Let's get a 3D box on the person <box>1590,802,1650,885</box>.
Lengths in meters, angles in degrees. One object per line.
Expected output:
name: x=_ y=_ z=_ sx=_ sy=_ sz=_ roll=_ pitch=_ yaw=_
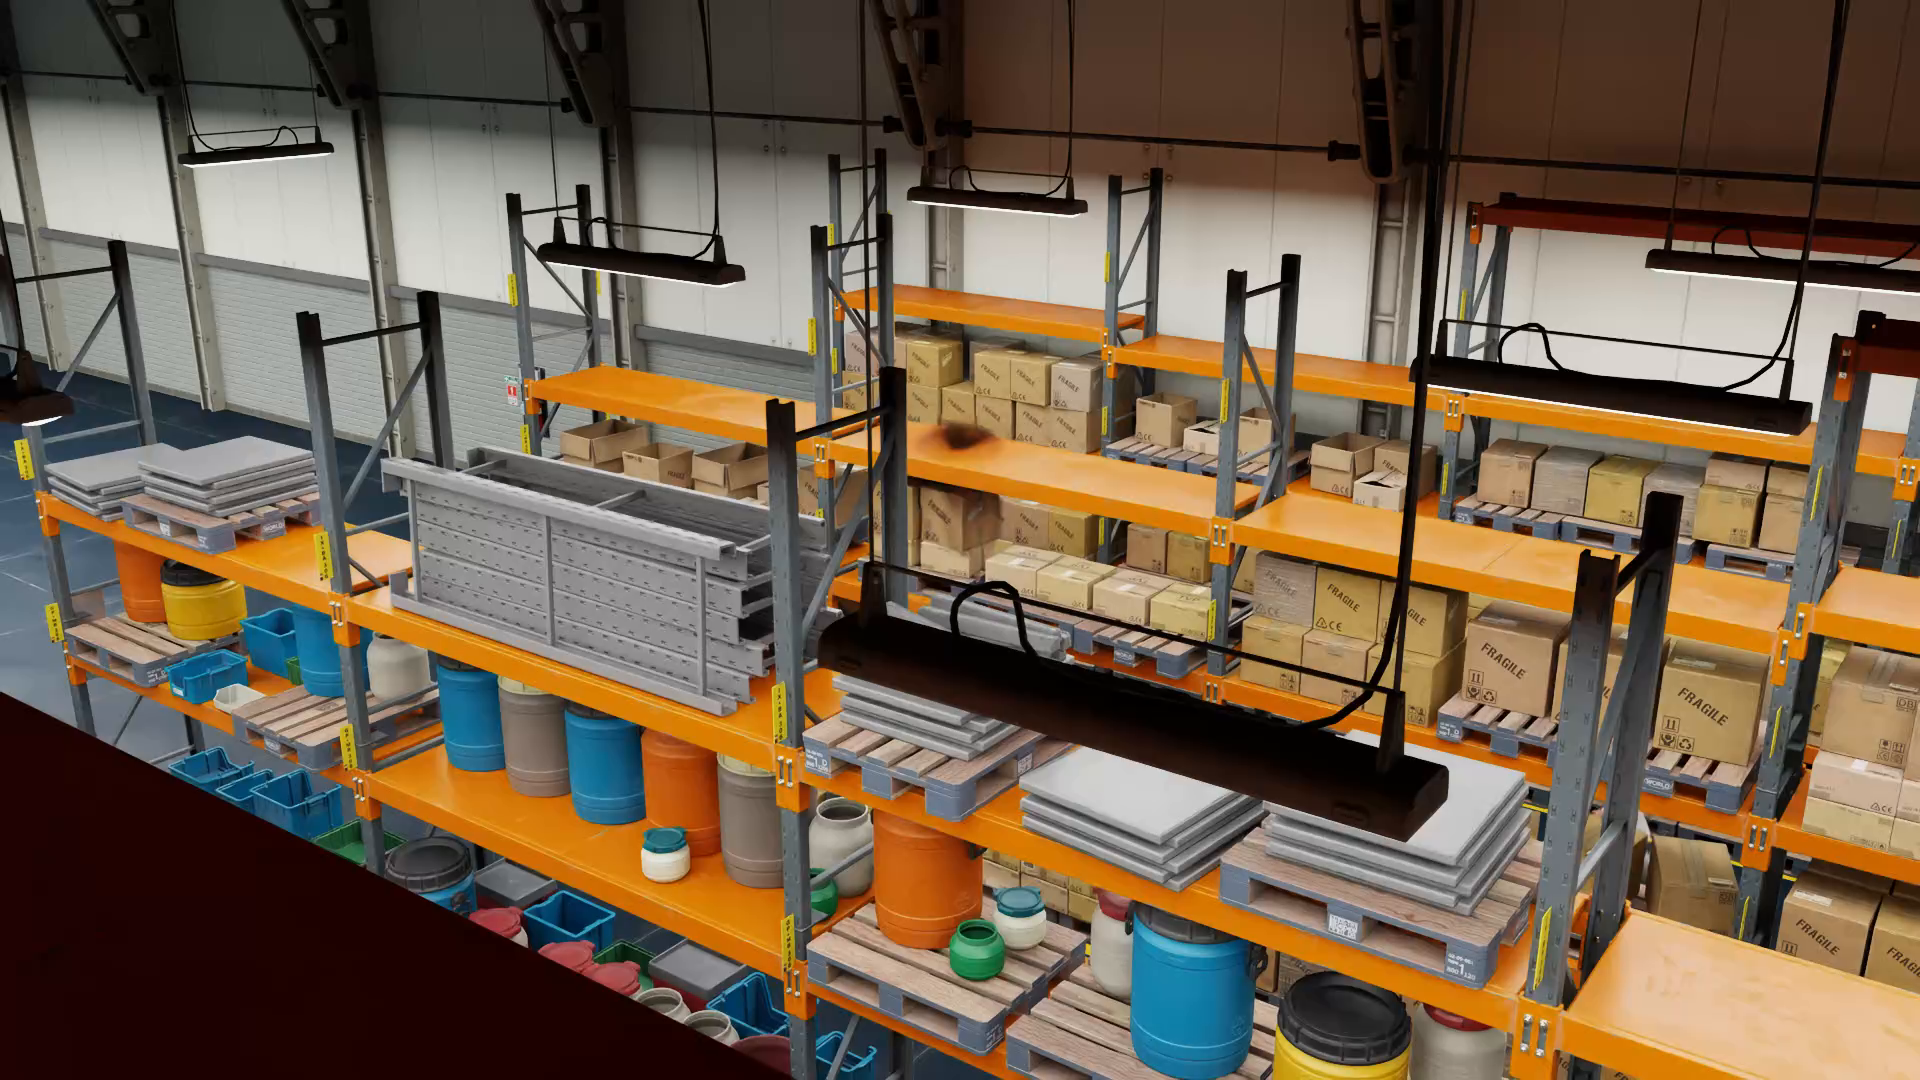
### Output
person: x=5.993 y=2.442 z=15.086 sx=1.084 sy=1.734 sz=0.668 roll=9 pitch=20 yaw=25
